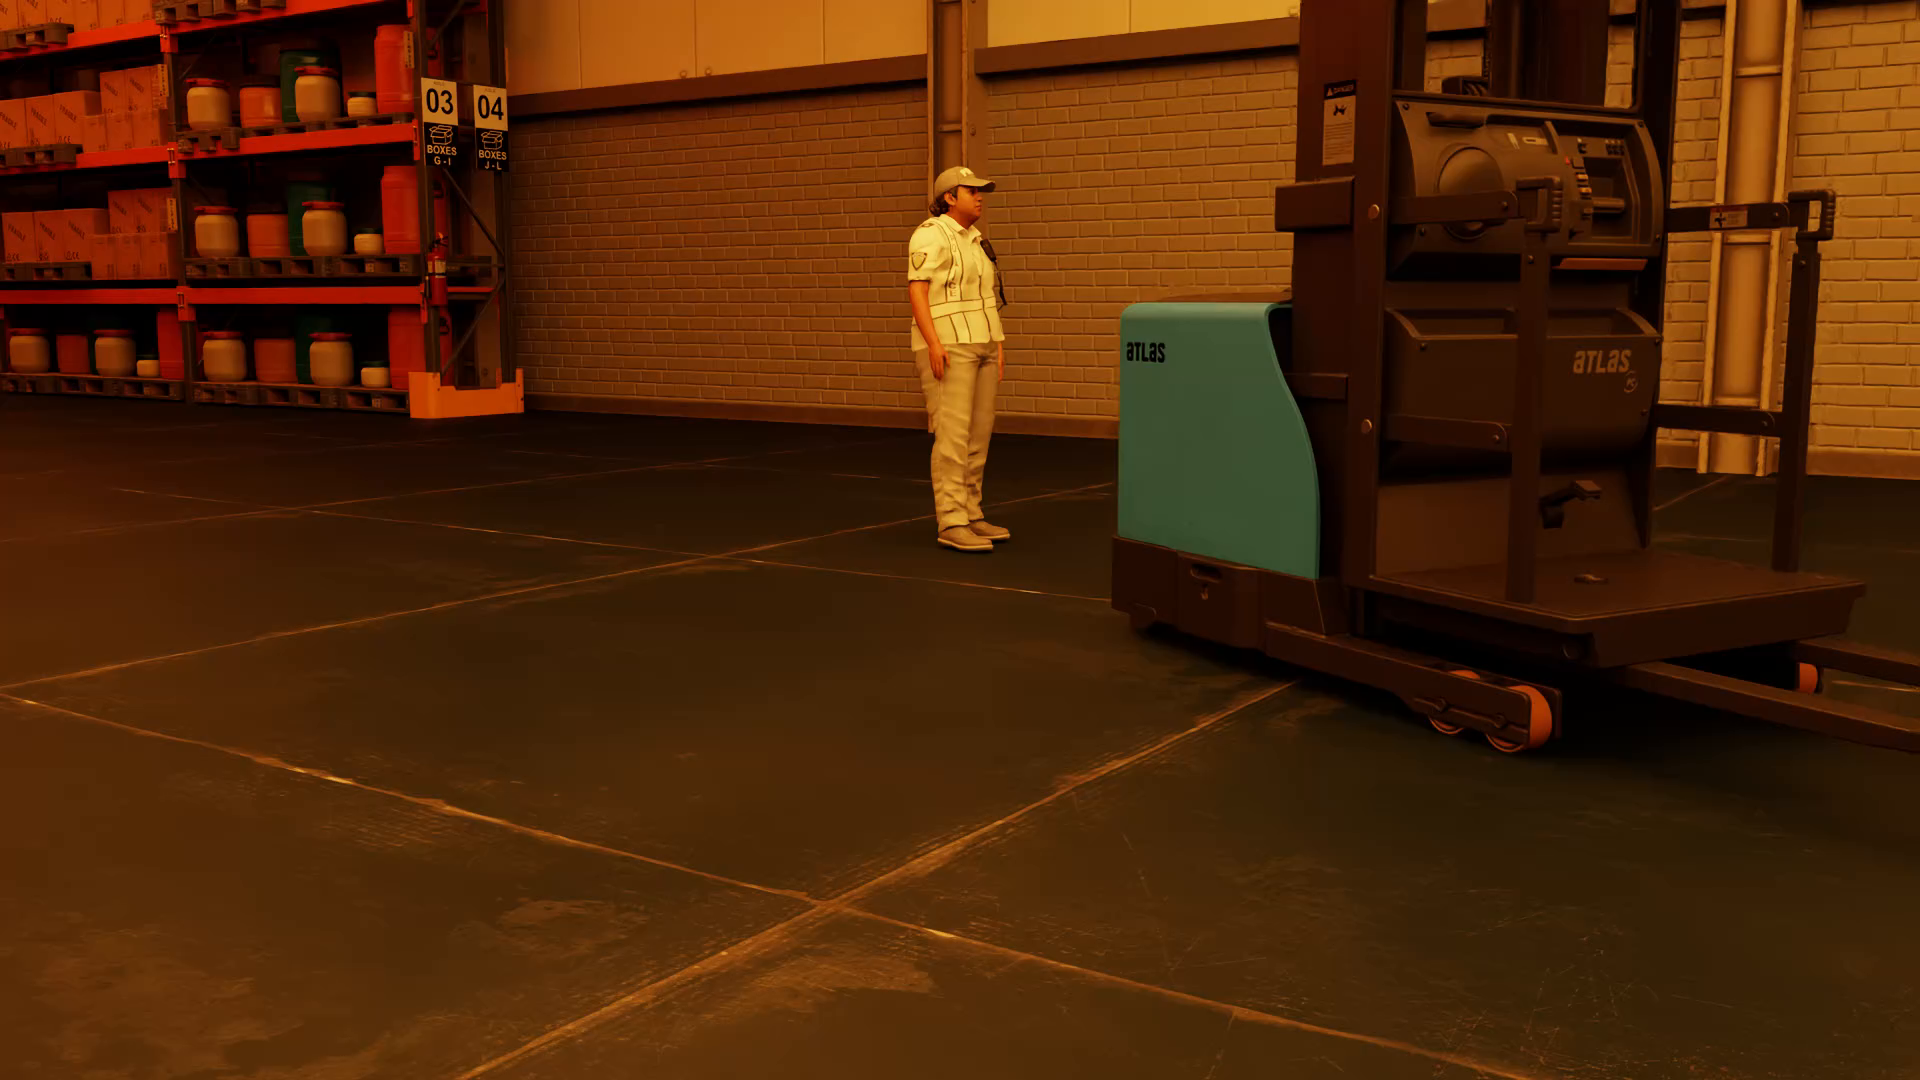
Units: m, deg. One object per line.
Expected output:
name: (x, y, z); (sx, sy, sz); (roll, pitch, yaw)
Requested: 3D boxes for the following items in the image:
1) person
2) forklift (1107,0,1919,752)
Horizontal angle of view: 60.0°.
person: (0.051, -0.823, 7.424); (0.529, 1.670, 0.598); (5, 10, 34)
forklift: (1.636, -1.013, 4.318); (1.130, 2.935, 3.031); (-4, 9, -28)
